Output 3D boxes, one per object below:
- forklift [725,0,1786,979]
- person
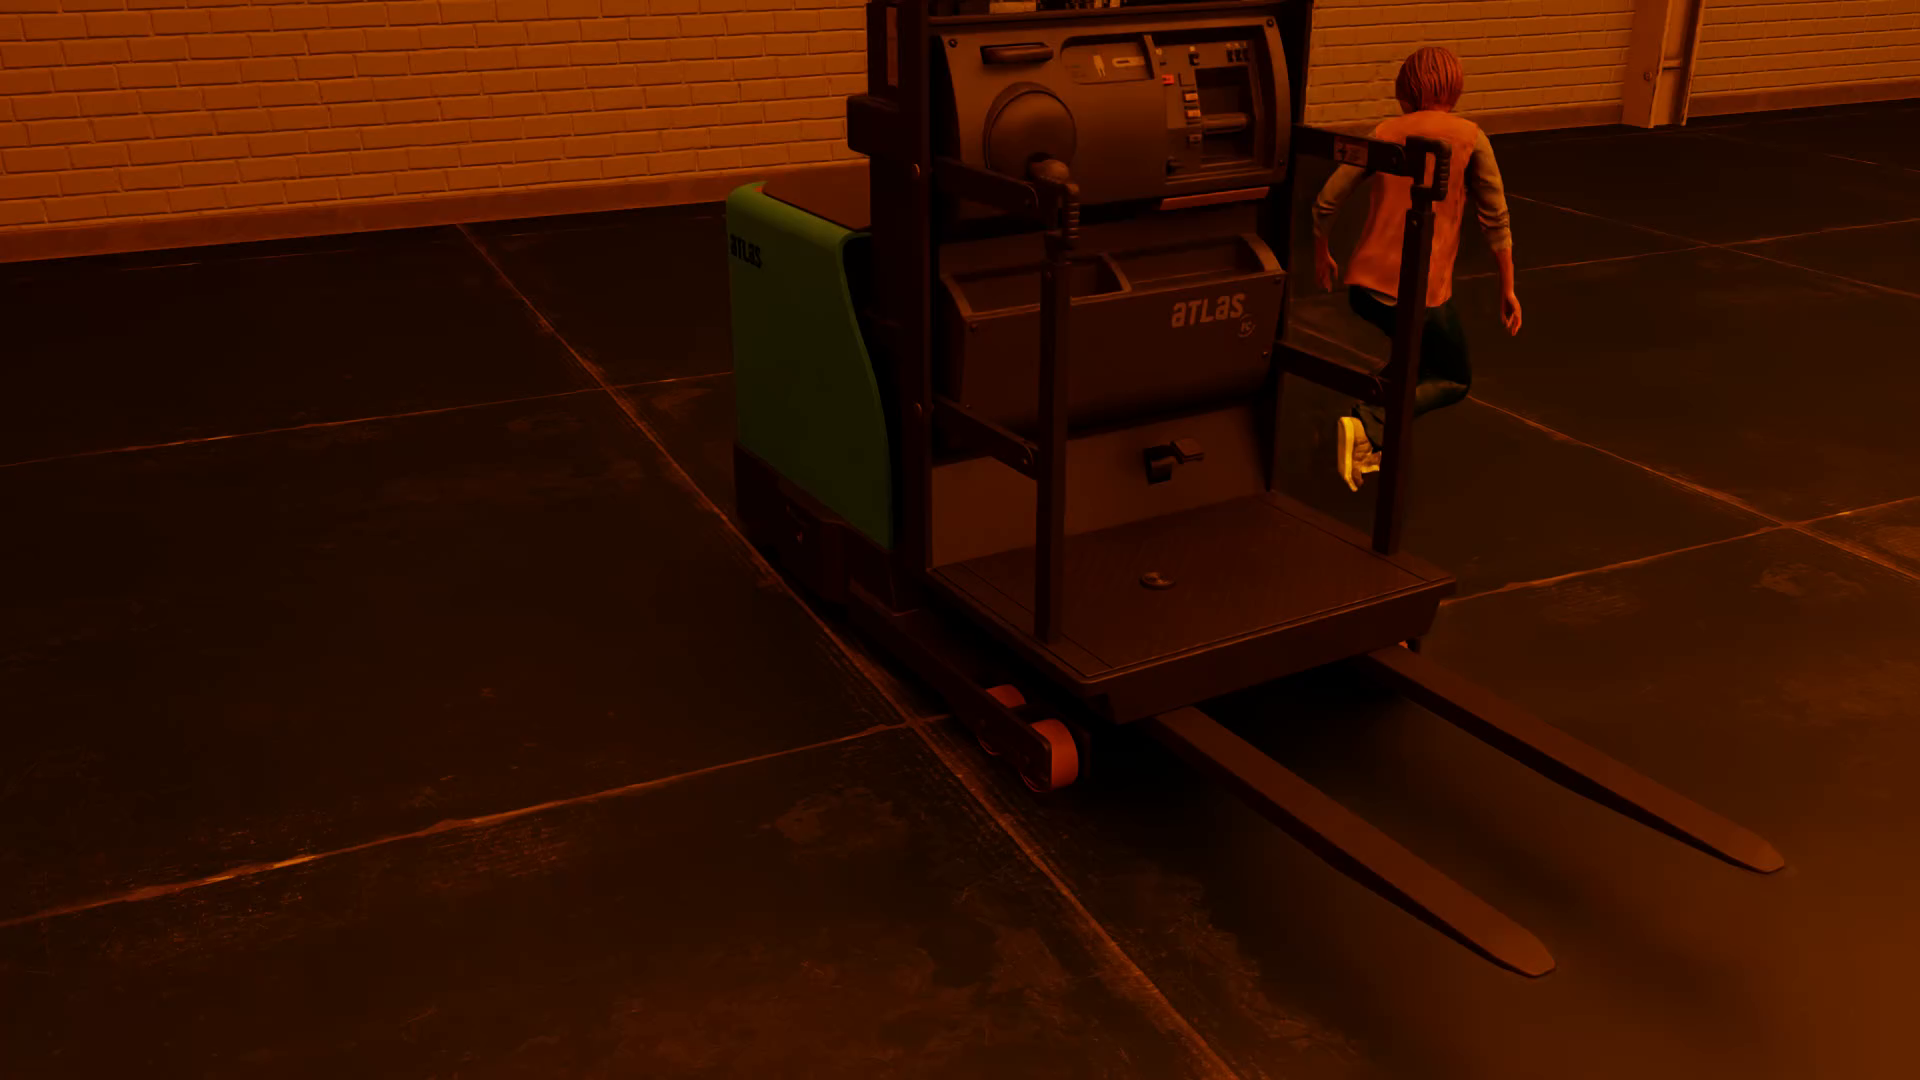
[{"bbox_3d":[0.486,-0.986,3.659,1.130,2.935,3.031,-13,26,-28],"label":"forklift"},{"bbox_3d":[1.408,-0.833,5.339,0.587,1.394,0.692,-21,30,-40],"label":"person"}]
